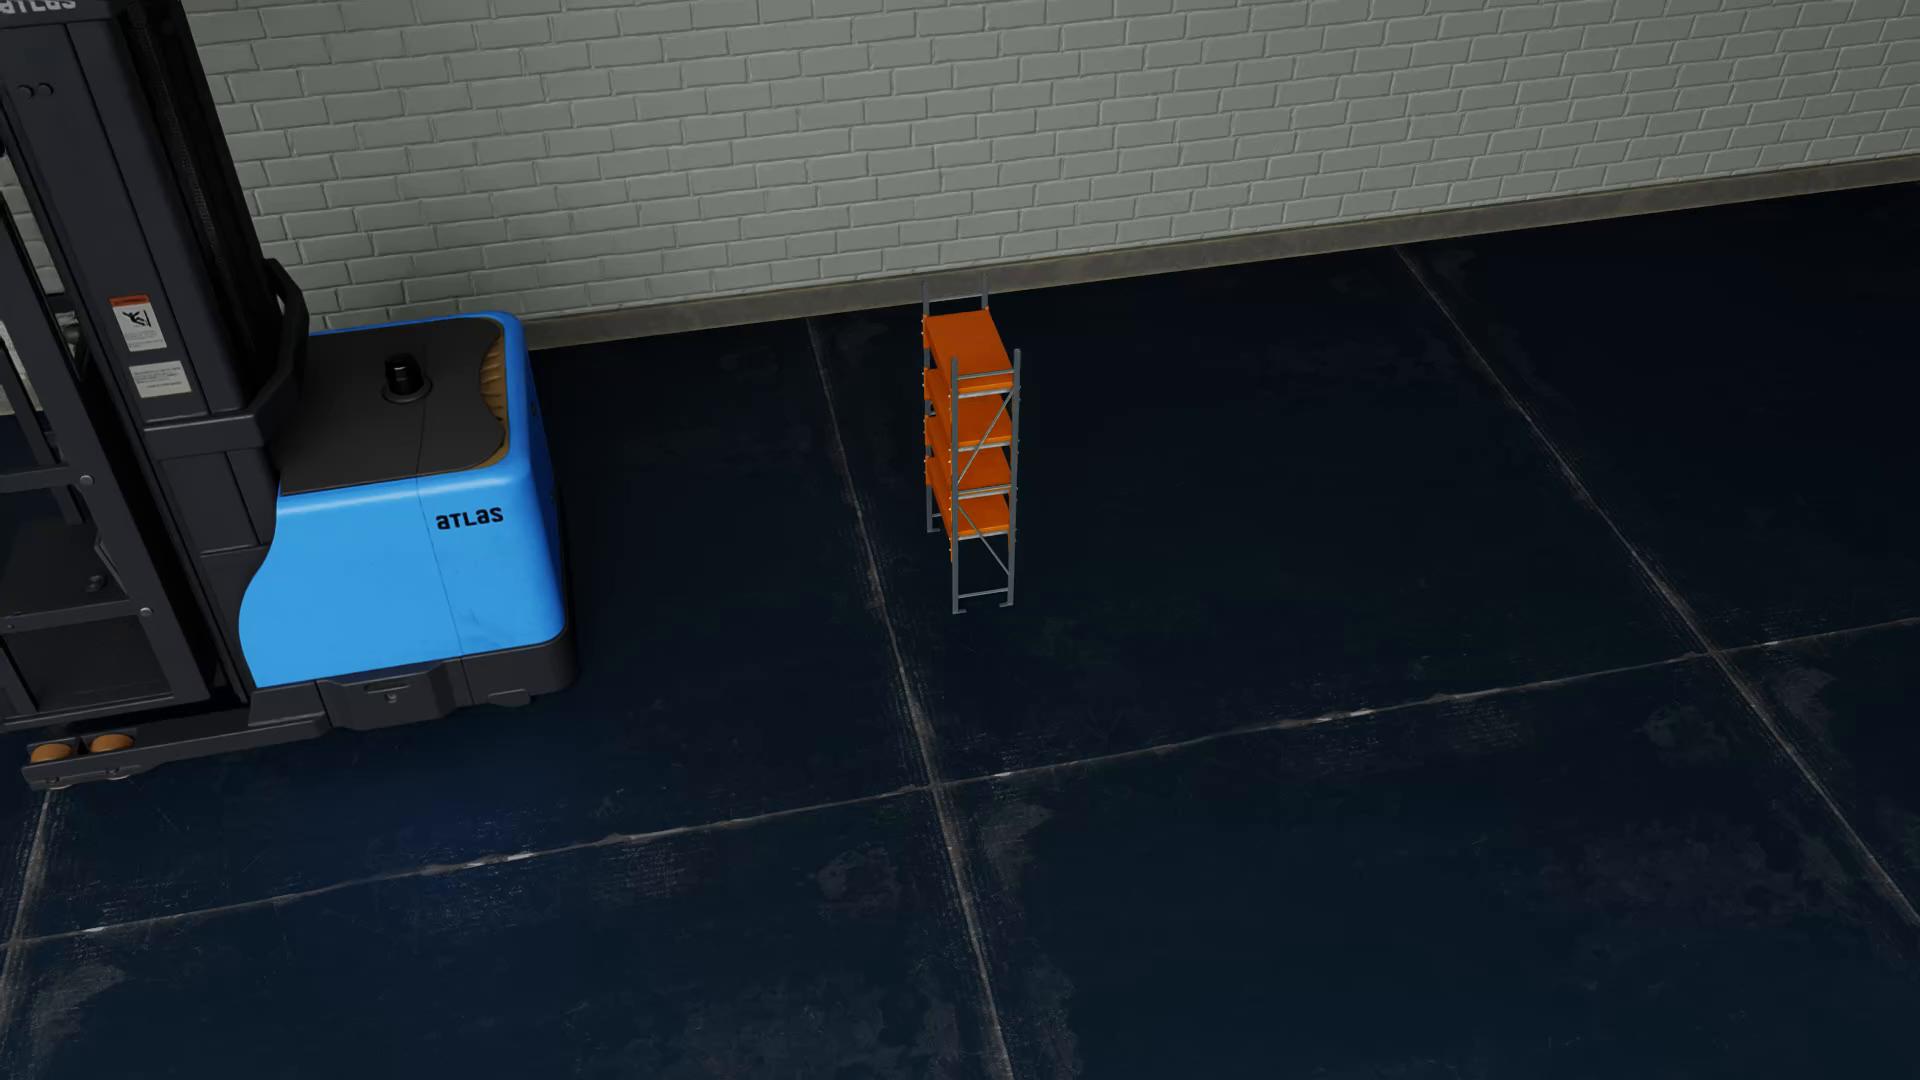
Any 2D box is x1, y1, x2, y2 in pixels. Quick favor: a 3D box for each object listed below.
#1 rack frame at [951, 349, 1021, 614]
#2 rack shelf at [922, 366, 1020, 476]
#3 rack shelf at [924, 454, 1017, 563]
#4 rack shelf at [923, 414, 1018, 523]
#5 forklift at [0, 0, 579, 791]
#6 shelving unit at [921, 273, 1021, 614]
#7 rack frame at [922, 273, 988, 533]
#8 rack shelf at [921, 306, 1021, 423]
[{"bbox_3d":[0.088,-0.183,6.053,0.240,1.200,0.015,-8,42,-9],"label":"rack frame"},{"bbox_3d":[0.036,-0.458,6.127,0.258,0.148,0.480,-8,42,-9],"label":"rack shelf"},{"bbox_3d":[0.036,-0.143,6.407,0.258,0.148,0.480,-8,42,-9],"label":"rack shelf"},{"bbox_3d":[0.036,-0.291,6.275,0.258,0.148,0.480,-8,42,-9],"label":"rack shelf"},{"bbox_3d":[-2.970,-0.617,5.238,3.031,2.935,1.130,-9,42,-10],"label":"forklift"},{"bbox_3d":[0.036,-0.341,6.231,0.258,1.200,0.503,-8,42,-9],"label":"shelving unit"},{"bbox_3d":[-0.017,-0.500,6.409,0.240,1.200,0.015,-8,42,-9],"label":"rack frame"},{"bbox_3d":[0.036,-0.635,5.970,0.258,0.148,0.480,-8,42,-9],"label":"rack shelf"}]
